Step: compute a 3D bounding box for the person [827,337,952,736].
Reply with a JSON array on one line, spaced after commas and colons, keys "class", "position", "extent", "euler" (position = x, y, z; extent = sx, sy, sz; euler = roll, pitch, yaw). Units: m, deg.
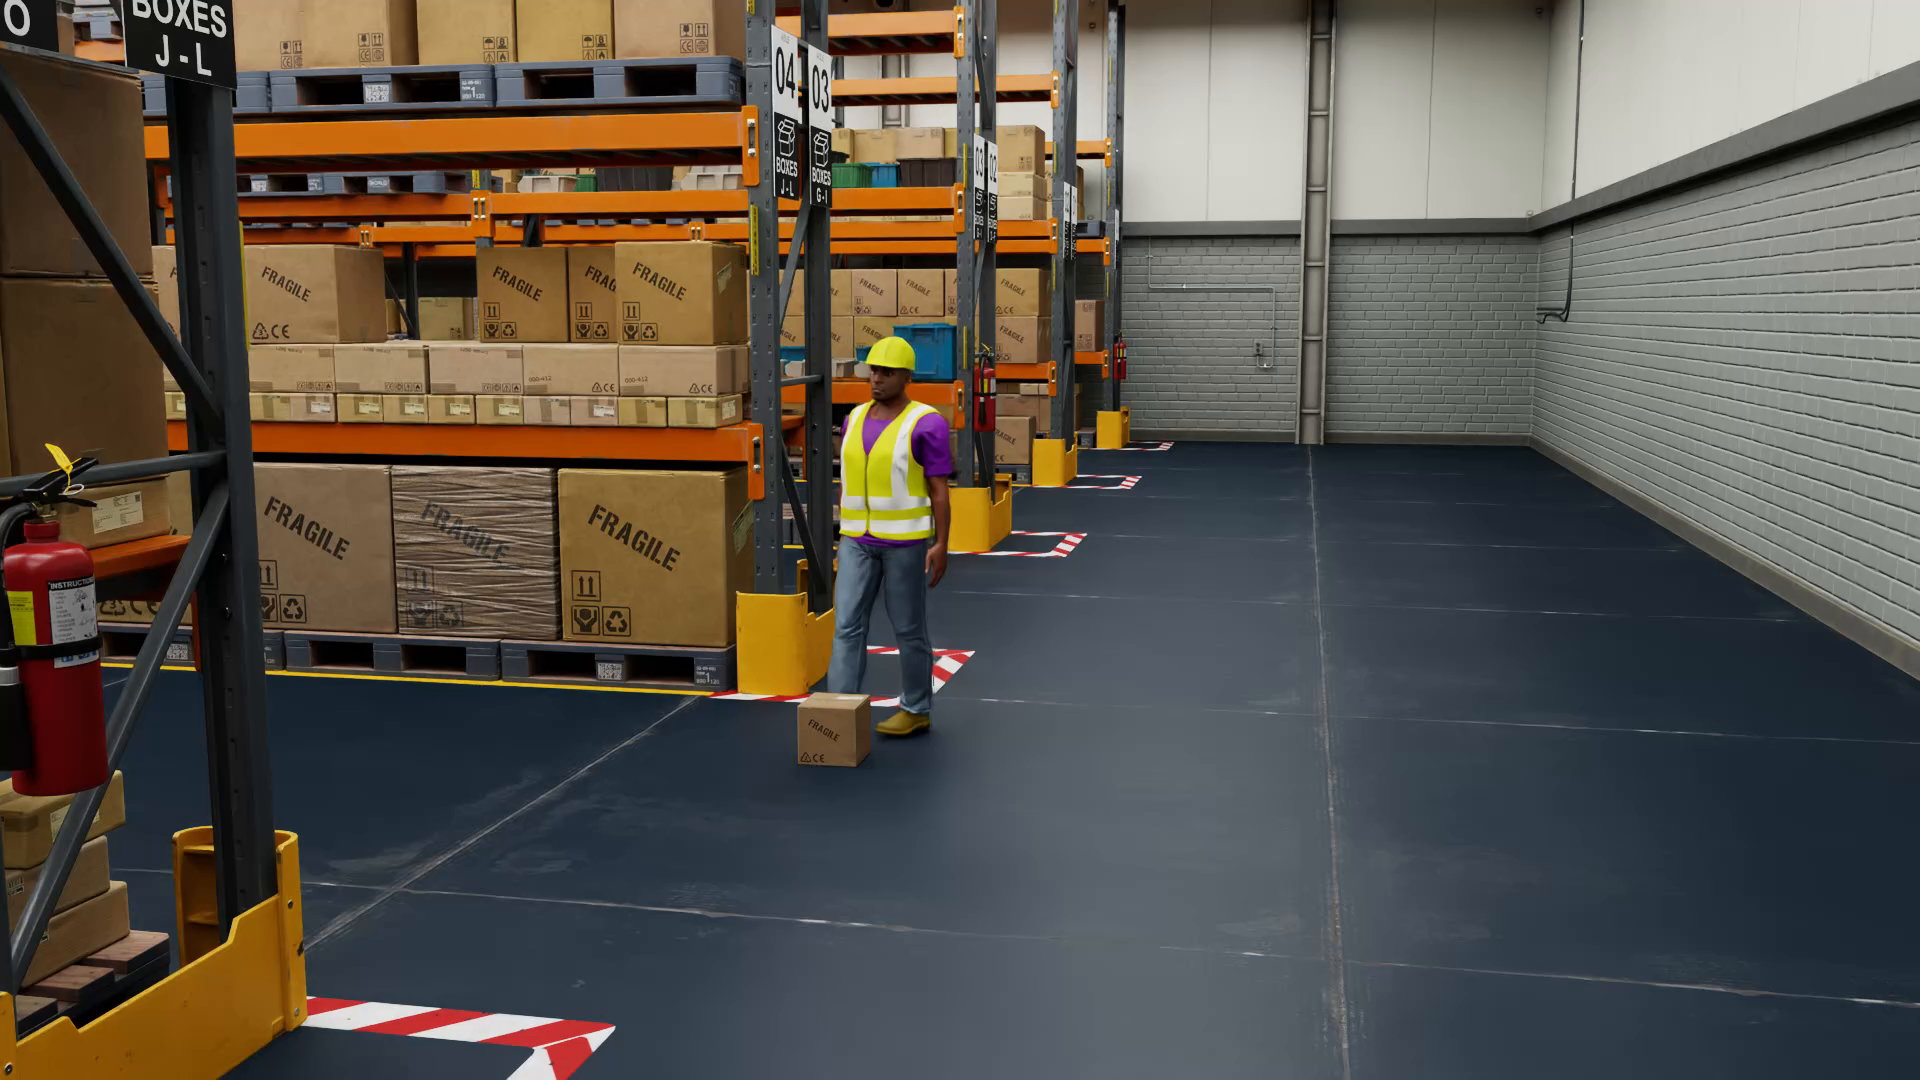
[{"class": "person", "position": [-0.372, 0.014, 7.124], "extent": [0.586, 1.753, 0.742], "euler": [4, 9, 28]}]
